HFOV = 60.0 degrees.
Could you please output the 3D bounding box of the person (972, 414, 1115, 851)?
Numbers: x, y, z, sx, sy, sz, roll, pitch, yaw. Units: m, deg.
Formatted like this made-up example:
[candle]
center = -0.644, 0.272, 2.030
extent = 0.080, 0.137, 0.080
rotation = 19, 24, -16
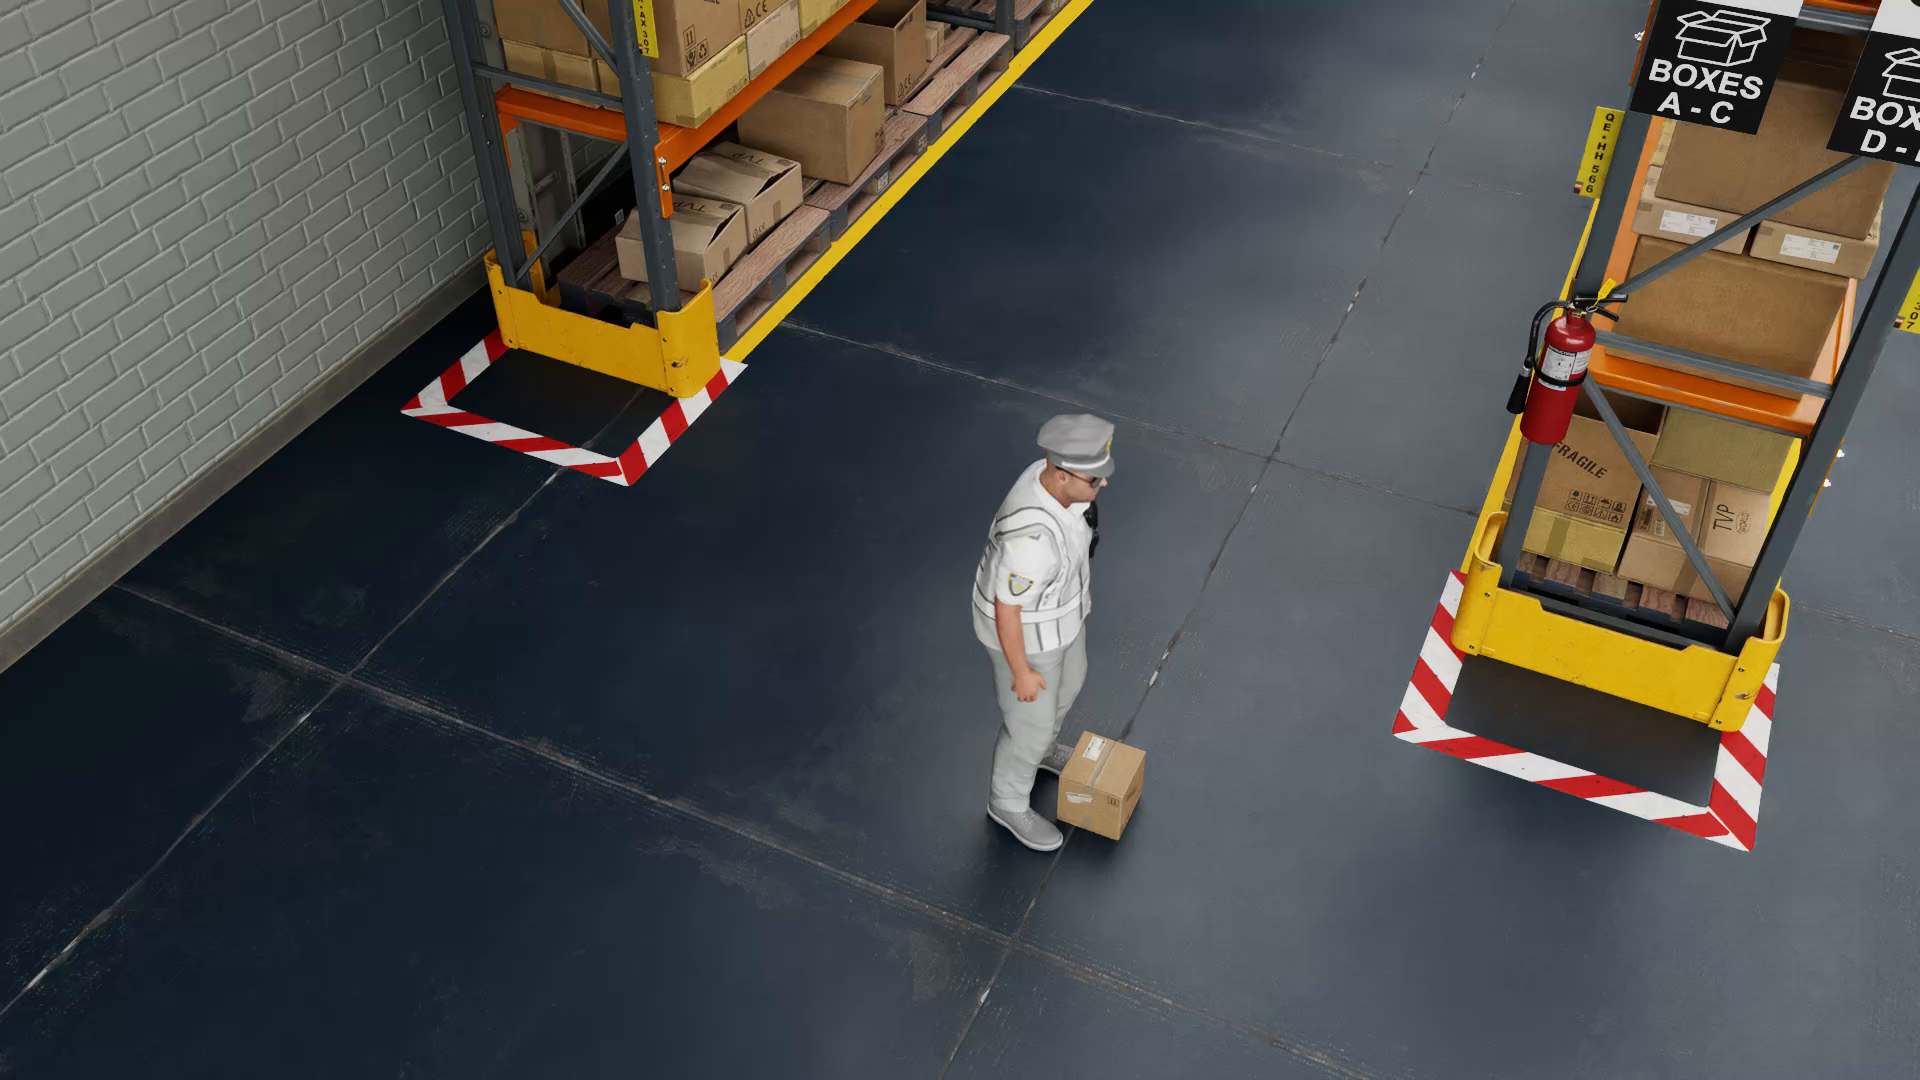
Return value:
[person]
center = 0.282, 0.289, 5.830
extent = 0.435, 1.748, 0.590
rotation = 17, 44, 18
